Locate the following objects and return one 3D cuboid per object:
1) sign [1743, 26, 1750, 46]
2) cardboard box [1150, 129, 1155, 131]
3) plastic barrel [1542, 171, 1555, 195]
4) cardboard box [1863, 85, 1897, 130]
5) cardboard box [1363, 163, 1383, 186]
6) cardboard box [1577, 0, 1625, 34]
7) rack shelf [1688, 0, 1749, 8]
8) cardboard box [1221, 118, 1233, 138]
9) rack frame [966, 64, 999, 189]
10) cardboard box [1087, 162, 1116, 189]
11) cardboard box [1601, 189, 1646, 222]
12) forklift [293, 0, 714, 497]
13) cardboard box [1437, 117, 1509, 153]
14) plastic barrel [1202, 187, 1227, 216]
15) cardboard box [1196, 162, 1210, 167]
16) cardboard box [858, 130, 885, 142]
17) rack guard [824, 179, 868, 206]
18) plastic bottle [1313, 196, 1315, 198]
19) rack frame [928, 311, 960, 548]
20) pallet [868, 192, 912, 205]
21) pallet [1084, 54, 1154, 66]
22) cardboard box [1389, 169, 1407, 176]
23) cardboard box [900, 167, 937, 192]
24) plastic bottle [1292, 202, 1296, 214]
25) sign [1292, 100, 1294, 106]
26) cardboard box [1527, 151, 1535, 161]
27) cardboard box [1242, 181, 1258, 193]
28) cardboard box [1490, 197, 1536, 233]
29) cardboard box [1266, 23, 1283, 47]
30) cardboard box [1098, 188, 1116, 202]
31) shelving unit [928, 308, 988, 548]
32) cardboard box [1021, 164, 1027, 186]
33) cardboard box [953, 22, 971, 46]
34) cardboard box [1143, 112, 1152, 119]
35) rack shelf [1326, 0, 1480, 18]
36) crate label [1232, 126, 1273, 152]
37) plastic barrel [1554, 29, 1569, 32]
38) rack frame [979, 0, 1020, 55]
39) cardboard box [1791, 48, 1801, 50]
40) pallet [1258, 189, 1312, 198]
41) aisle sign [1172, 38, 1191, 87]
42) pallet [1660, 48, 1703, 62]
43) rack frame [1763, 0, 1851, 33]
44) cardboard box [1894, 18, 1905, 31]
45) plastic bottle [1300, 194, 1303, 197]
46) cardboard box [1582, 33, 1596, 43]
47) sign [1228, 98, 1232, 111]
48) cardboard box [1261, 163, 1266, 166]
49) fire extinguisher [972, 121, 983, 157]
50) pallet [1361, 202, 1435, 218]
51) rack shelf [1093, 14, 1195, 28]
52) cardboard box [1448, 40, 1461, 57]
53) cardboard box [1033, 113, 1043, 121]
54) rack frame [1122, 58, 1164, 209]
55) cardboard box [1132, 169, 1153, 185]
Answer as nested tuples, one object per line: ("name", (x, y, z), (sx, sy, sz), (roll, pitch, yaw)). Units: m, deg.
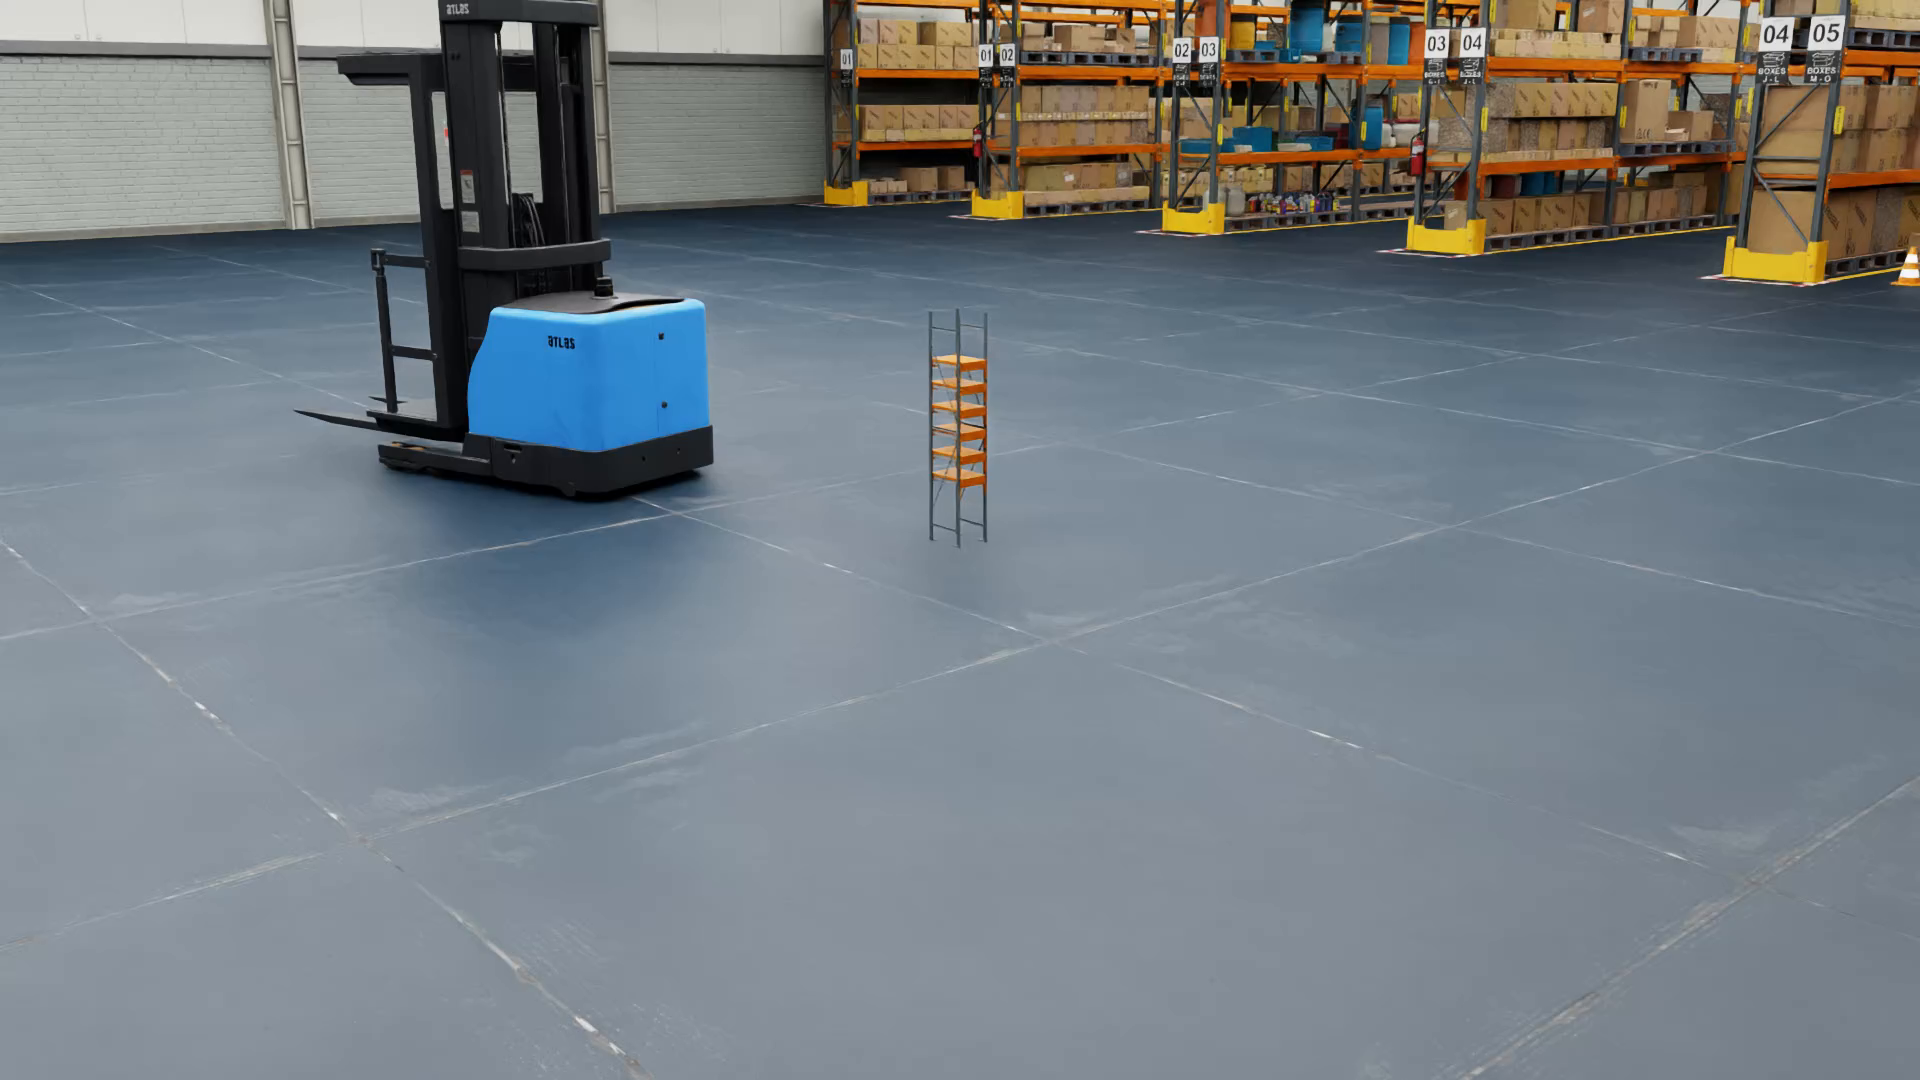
("sign", (13.627, -8.734, 28.819), (0.005, 0.325, 0.100), (-13, 19, -39))
("cardboard box", (4.668, -10.114, 41.251), (0.250, 0.149, 0.380), (-12, 19, -38))
("plastic barrel", (12.617, -7.883, 35.700), (0.708, 0.901, 0.600), (-13, 19, -39))
("cardboard box", (11.588, -5.632, 21.638), (0.550, 0.550, 0.875), (-13, 19, -39))
("cardboard box", (9.605, -8.613, 39.173), (0.500, 0.500, 0.500), (-13, 20, -40))
("cardboard box", (10.082, -8.220, 26.159), (0.500, 0.500, 0.500), (-13, 20, -41))
("rack shelf", (11.763, -9.159, 27.772), (4.000, 0.370, 1.077), (-13, 19, -39))
("cardboard box", (5.517, -8.831, 35.803), (0.500, 0.500, 0.500), (-14, 20, -42))
("rack frame", (0.500, -9.356, 37.963), (0.127, 3.000, 1.000), (-13, 19, -39))
("cardboard box", (2.788, -7.340, 33.477), (0.500, 0.500, 0.500), (-13, 19, -39))
("cardboard box", (11.104, -5.645, 28.061), (0.500, 0.500, 0.700), (-13, 20, -40))
("forklift", (-3.030, -1.932, 10.304), (3.031, 2.935, 1.130), (10, 18, 32))
("cardboard box", (7.670, -6.065, 24.874), (0.500, 0.500, 0.875), (-13, 19, -39))
("plastic barrel", (4.432, -5.877, 28.946), (0.421, 0.512, 0.421), (0, 15, 0))
("cardboard box", (6.130, -9.740, 42.753), (0.750, 0.750, 0.750), (-12, 19, -39))
("cardboard box", (-1.941, -8.636, 35.521), (0.500, 0.250, 0.500), (-13, 20, -41))
("rack guard", (-2.460, -7.483, 35.797), (0.348, 0.500, 1.175), (-13, 19, -39))
("plastic bottle", (6.445, -6.151, 30.389), (0.135, 0.276, 0.152), (-13, 19, -39))
("rack frame", (-0.080, -0.562, 8.528), (0.006, 1.200, 0.240), (-13, 19, -39))
("pallet", (-1.824, -7.475, 36.324), (1.213, 0.211, 1.003), (-13, 19, -39))
("pallet", (3.128, -9.649, 33.420), (1.213, 0.211, 1.003), (-13, 19, -39))
("cardboard box", (10.599, -8.940, 40.763), (0.500, 0.311, 0.500), (-13, 19, -39))
("cardboard box", (-0.920, -7.994, 36.856), (0.500, 0.500, 0.700), (-14, 21, -43))
("plastic bottle", (5.967, -5.948, 29.777), (0.097, 0.201, 0.097), (0, 15, 0))
("sign", (9.193, -11.954, 45.860), (0.005, 0.325, 0.100), (-13, 19, -39))
("cardboard box", (8.547, -5.879, 25.433), (0.250, 0.149, 0.380), (-13, 19, -39))
("cardboard box", (6.149, -7.720, 36.352), (0.500, 0.250, 0.500), (-13, 20, -40))
("cardboard box", (8.632, -5.093, 26.036), (0.500, 0.500, 0.500), (-10, 18, -34))
("cardboard box", (7.105, -11.123, 36.635), (0.500, 0.500, 0.500), (-13, 19, -39))
("cardboard box", (2.797, -6.975, 33.565), (0.500, 0.250, 0.500), (-13, 19, -39))
("shelving unit", (-0.011, -0.577, 8.586), (0.189, 1.200, 0.258), (-13, 19, -39))
("cardboard box", (1.401, -8.586, 39.072), (0.500, 0.500, 0.700), (-13, 20, -40))
("cardboard box", (-0.109, -11.113, 36.559), (0.500, 0.500, 0.500), (-11, 19, -36))
("cardboard box", (3.690, -8.666, 33.930), (0.250, 0.149, 0.380), (-13, 20, -39))
("rack shelf", (8.512, -10.124, 31.381), (4.000, 0.370, 1.077), (-13, 19, -39))
("crate label", (5.197, -7.131, 29.566), (0.616, 0.435, 0.502), (-13, 19, -39))
("plastic barrel", (12.483, -10.331, 34.624), (0.600, 0.588, 0.600), (0, 15, 0))
("rack frame", (0.737, -10.613, 31.044), (0.127, 3.000, 1.000), (-13, 19, -39))
("cardboard box", (15.403, -9.259, 31.147), (0.500, 0.311, 0.500), (-14, 20, -41))
("pallet", (7.360, -7.842, 37.698), (1.213, 0.211, 1.003), (-13, 19, -39))
("aisle sign", (3.736, -8.051, 28.041), (0.004, 0.787, 0.394), (-13, 19, -39))
("pallet", (11.570, -8.081, 27.744), (1.003, 0.211, 1.213), (-13, 19, -39))
("rack frame", (10.417, -7.701, 20.143), (0.127, 3.000, 1.000), (-13, 19, -39))
("cardboard box", (11.838, -6.591, 21.279), (0.250, 0.149, 0.380), (-13, 20, -40))
("plastic bottle", (6.319, -6.278, 30.852), (0.133, 0.283, 0.061), (-13, 19, -39))
("cardboard box", (9.614, -7.782, 25.778), (0.250, 0.149, 0.380), (-13, 20, -41))
("sign", (6.898, -11.128, 42.508), (0.005, 0.325, 0.100), (-13, 19, -39))
("cardboard box", (7.936, -9.984, 44.345), (0.500, 0.500, 0.700), (-12, 19, -38))
("fire extinguisher", (0.343, -7.748, 32.092), (0.183, 0.674, 0.296), (-13, 19, -39))
("pallet", (8.491, -6.428, 32.407), (1.213, 0.211, 1.003), (-13, 19, -39))
("rack shelf", (5.026, -12.730, 41.139), (4.000, 0.370, 1.077), (-13, 19, -39))
("cardboard box", (7.434, -7.293, 24.719), (0.500, 0.250, 0.500), (-12, 19, -38))
("cardboard box", (1.372, -8.146, 31.983), (0.250, 0.149, 0.380), (-13, 20, -41))
("rack frame", (3.754, -8.392, 34.355), (0.127, 3.000, 1.000), (-13, 19, -39))
("cardboard box", (3.872, -7.662, 35.049), (0.500, 0.311, 0.500), (-13, 19, -39))
